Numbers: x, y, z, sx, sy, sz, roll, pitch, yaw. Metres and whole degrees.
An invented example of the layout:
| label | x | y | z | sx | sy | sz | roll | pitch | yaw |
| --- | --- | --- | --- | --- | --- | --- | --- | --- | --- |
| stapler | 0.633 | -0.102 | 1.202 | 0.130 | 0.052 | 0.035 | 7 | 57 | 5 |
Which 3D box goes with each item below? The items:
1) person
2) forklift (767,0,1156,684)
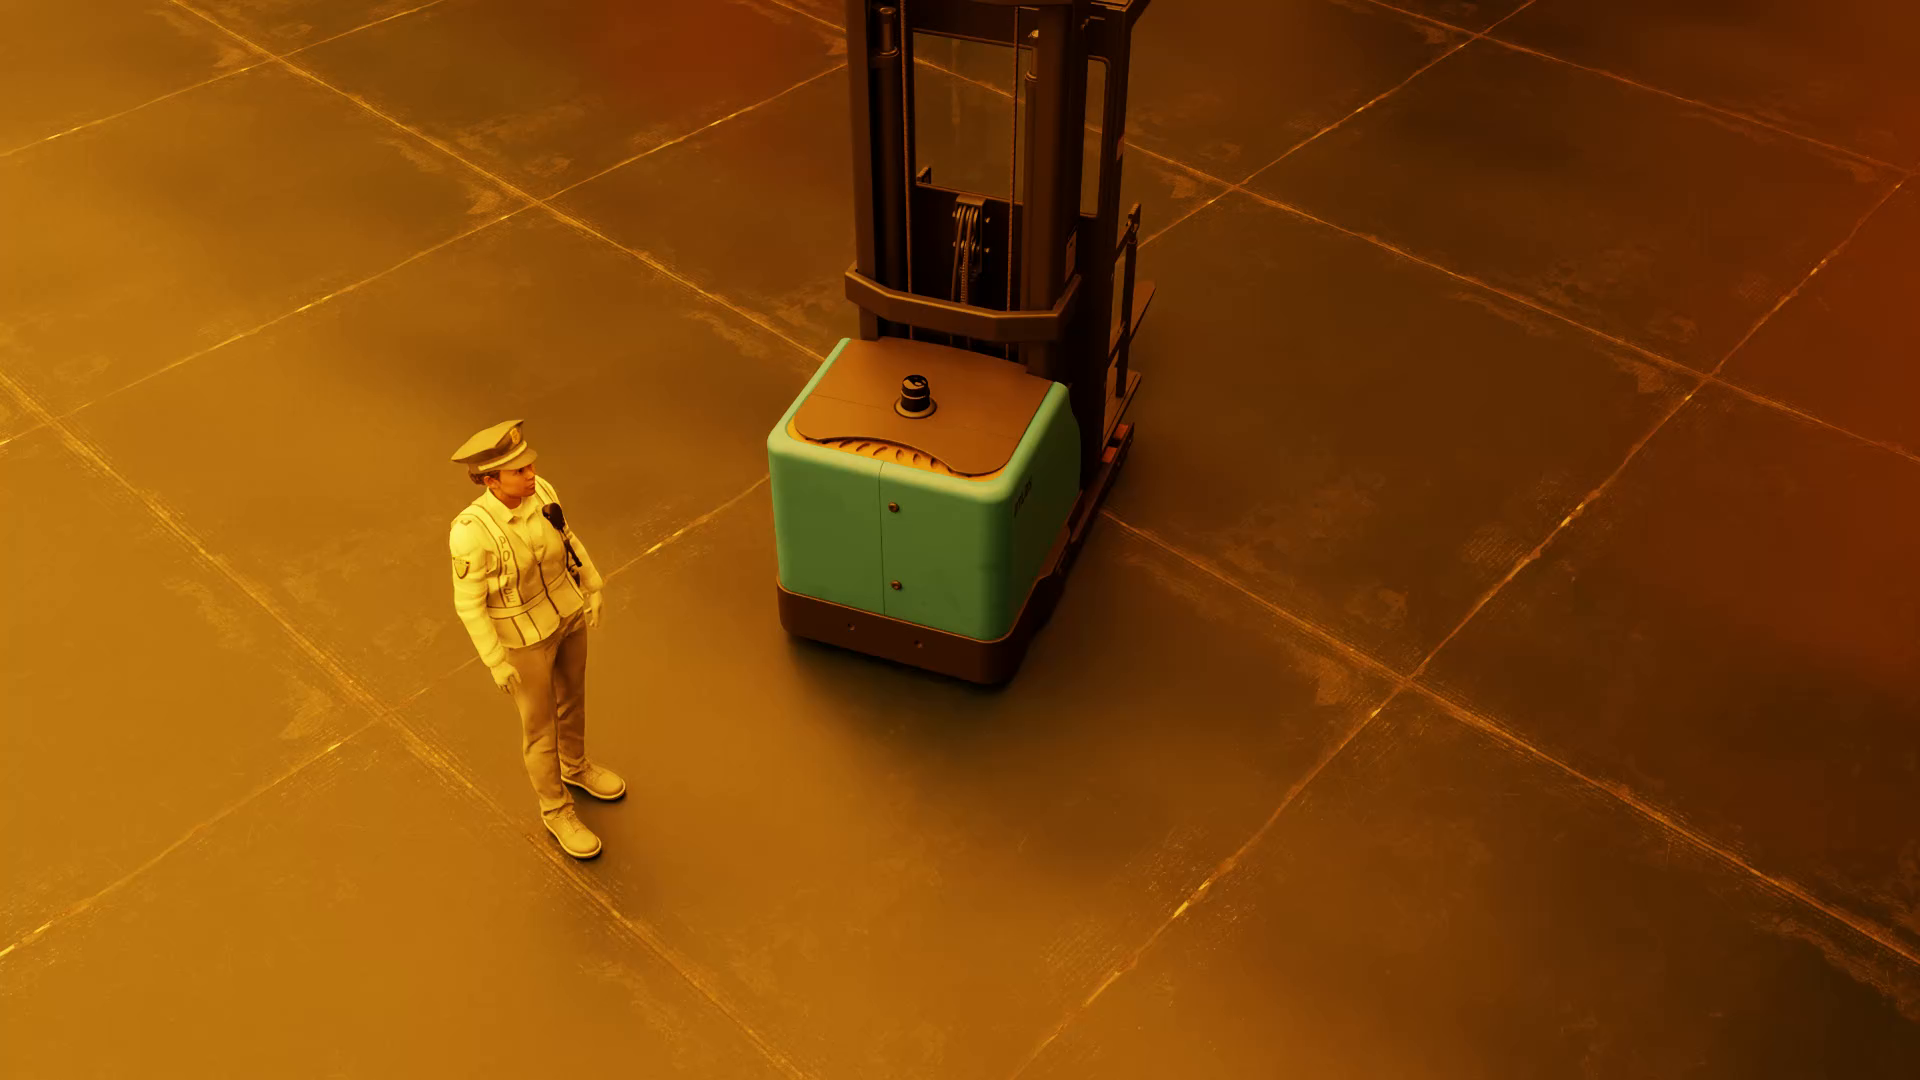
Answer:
| label | x | y | z | sx | sy | sz | roll | pitch | yaw |
| --- | --- | --- | --- | --- | --- | --- | --- | --- | --- |
| person | -1.467 | 0.327 | 5.985 | 0.534 | 1.696 | 0.588 | 22 | 45 | 23 |
| forklift | 0.211 | -1.484 | 7.158 | 1.130 | 2.935 | 3.031 | 14 | 42 | 15 |
